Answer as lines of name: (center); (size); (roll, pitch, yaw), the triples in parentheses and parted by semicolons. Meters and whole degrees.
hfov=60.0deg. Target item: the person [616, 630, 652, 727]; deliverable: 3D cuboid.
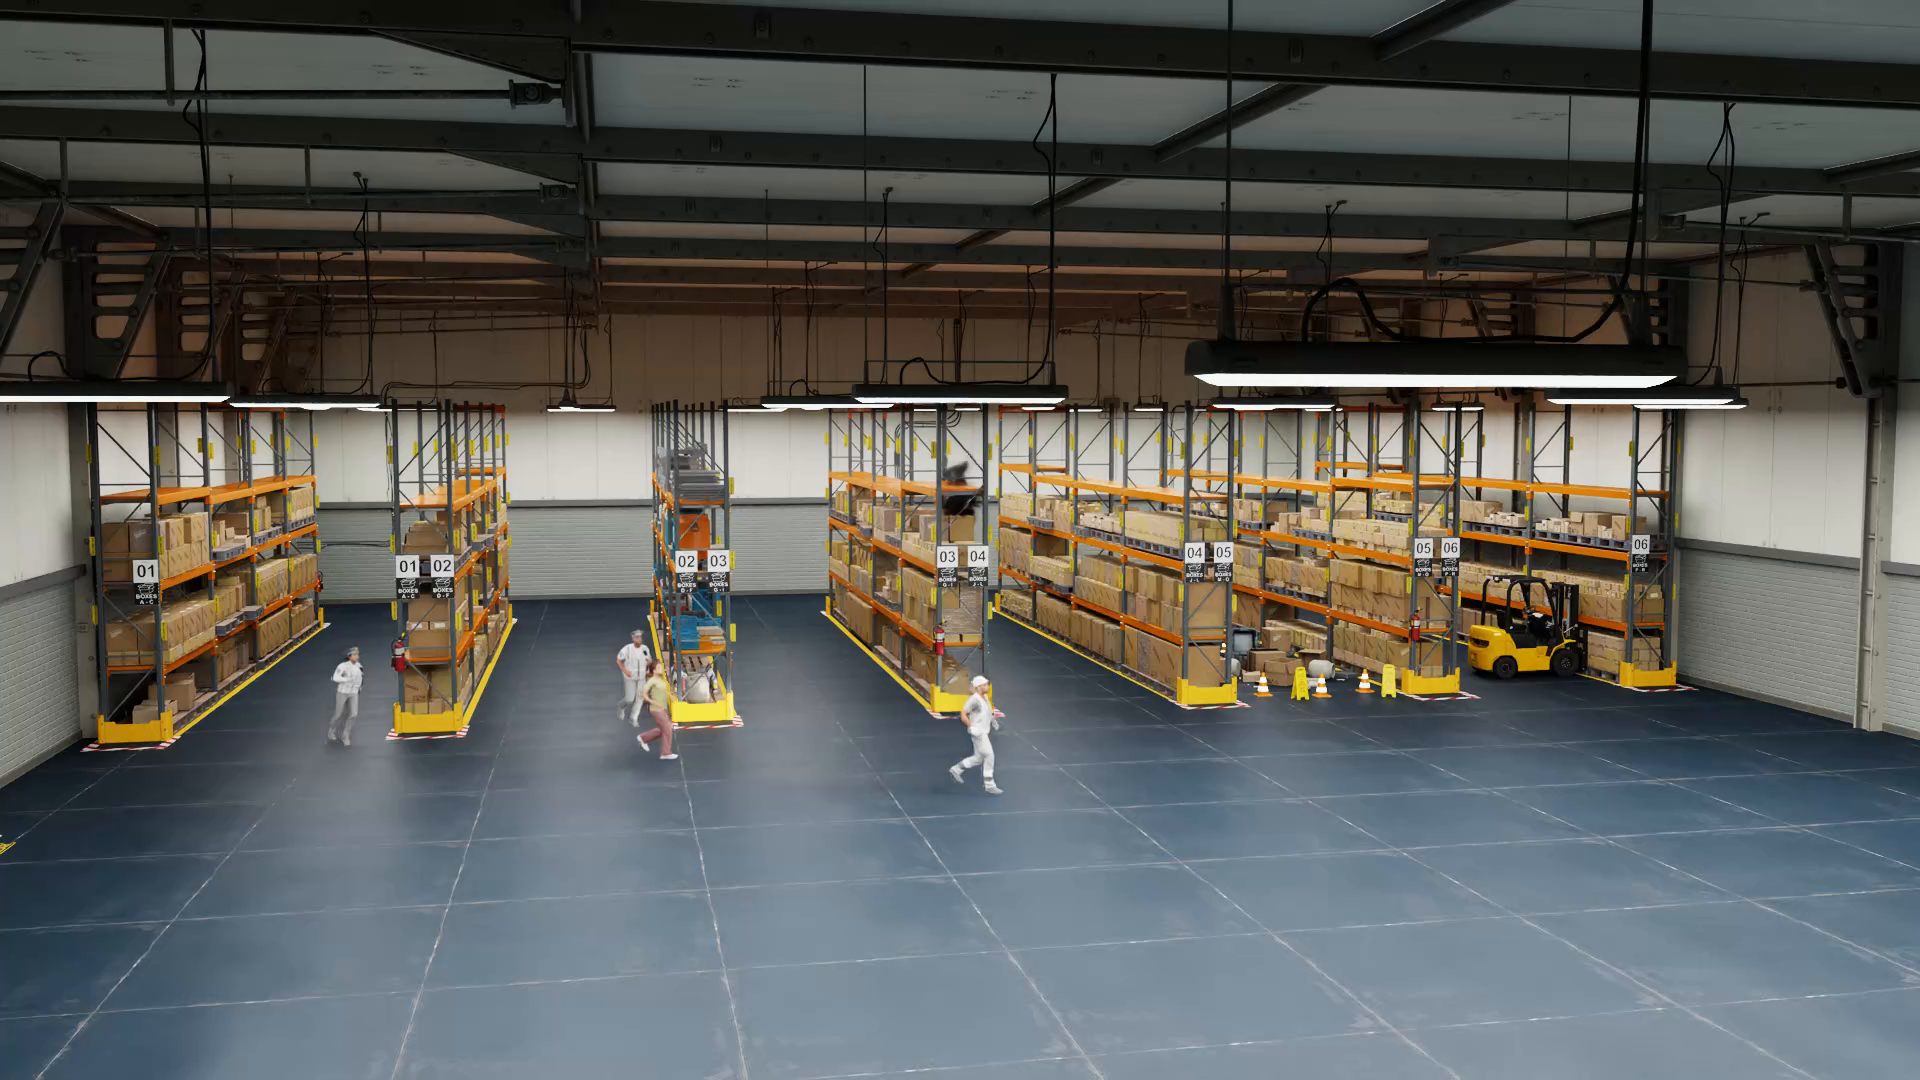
person: (-6.015, 2.549, 30.844); (0.679, 1.776, 0.637); (-3, 5, -32)

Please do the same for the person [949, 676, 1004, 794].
person: (0.247, 2.944, 25.226); (0.892, 1.786, 0.668); (1, 4, 15)

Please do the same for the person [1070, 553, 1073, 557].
person: (3.239, 1.202, 48.440); (0.544, 1.677, 0.915); (-2, 5, -30)

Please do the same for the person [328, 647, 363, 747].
person: (-10.658, 2.710, 29.032); (0.623, 1.713, 0.709); (-4, 6, -42)

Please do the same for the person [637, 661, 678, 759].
person: (-5.054, 2.823, 27.642); (0.753, 1.628, 0.586); (1, 4, 13)
